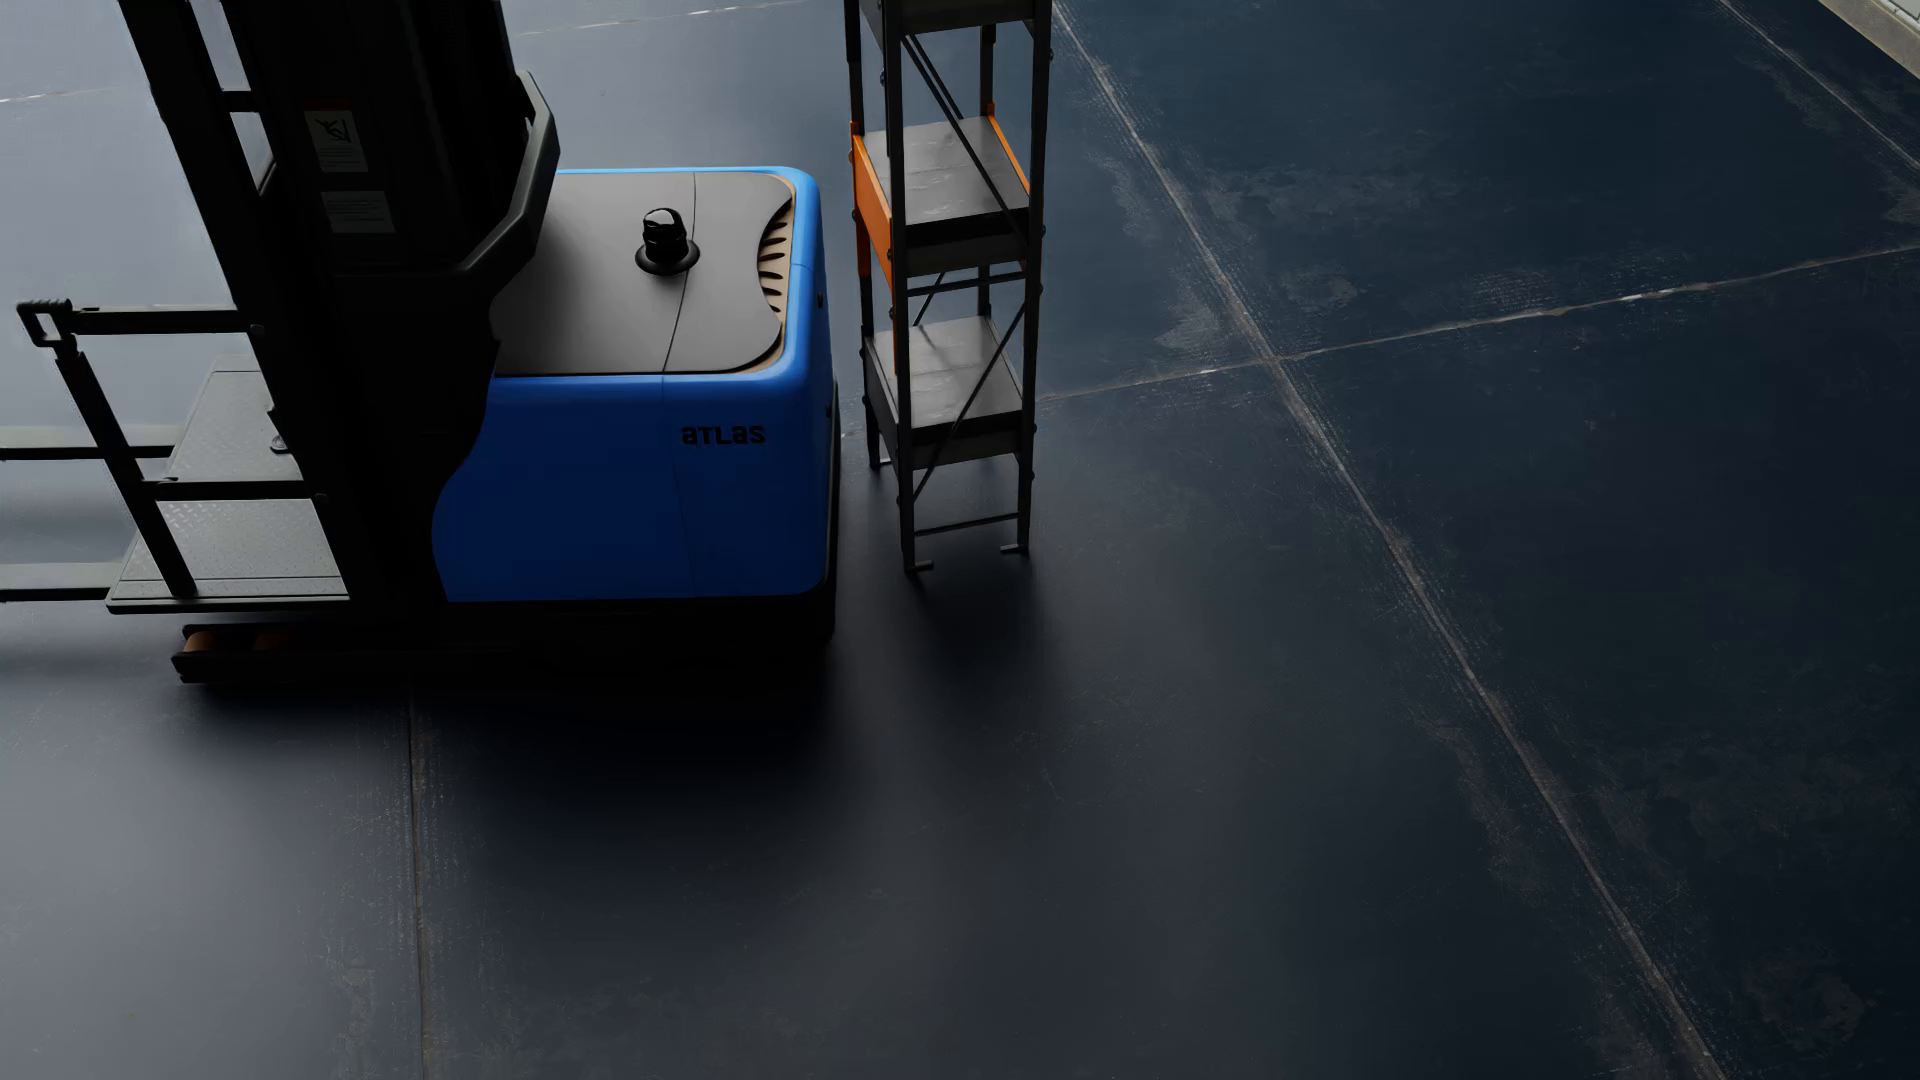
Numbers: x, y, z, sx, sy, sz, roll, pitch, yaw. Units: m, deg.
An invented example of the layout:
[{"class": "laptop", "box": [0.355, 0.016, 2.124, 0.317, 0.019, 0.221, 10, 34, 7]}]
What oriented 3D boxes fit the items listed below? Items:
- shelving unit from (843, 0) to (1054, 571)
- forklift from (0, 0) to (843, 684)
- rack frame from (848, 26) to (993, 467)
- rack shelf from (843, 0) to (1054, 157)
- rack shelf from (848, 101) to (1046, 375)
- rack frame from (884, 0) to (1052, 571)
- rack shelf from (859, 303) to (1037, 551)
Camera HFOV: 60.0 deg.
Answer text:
[{"class": "shelving unit", "box": [-0.042, -0.849, 4.612, 0.431, 2.100, 0.503, -11, 47, -10]}, {"class": "forklift", "box": [-1.888, -0.991, 4.169, 3.031, 2.935, 1.130, -1, 46, -1]}, {"class": "rack frame", "box": [-0.105, -1.018, 4.777, 0.400, 2.100, 0.015, -11, 47, -10]}, {"class": "rack shelf", "box": [-0.042, -1.330, 4.122, 0.431, 0.518, 0.480, -11, 47, -10]}, {"class": "rack shelf", "box": [-0.042, -0.840, 4.622, 0.431, 0.518, 0.480, -11, 47, -10]}, {"class": "rack frame", "box": [0.020, -0.681, 4.447, 0.400, 2.100, 0.015, -11, 47, -10]}, {"class": "rack shelf", "box": [-0.042, -0.350, 5.122, 0.431, 0.518, 0.480, -11, 47, -10]}]
